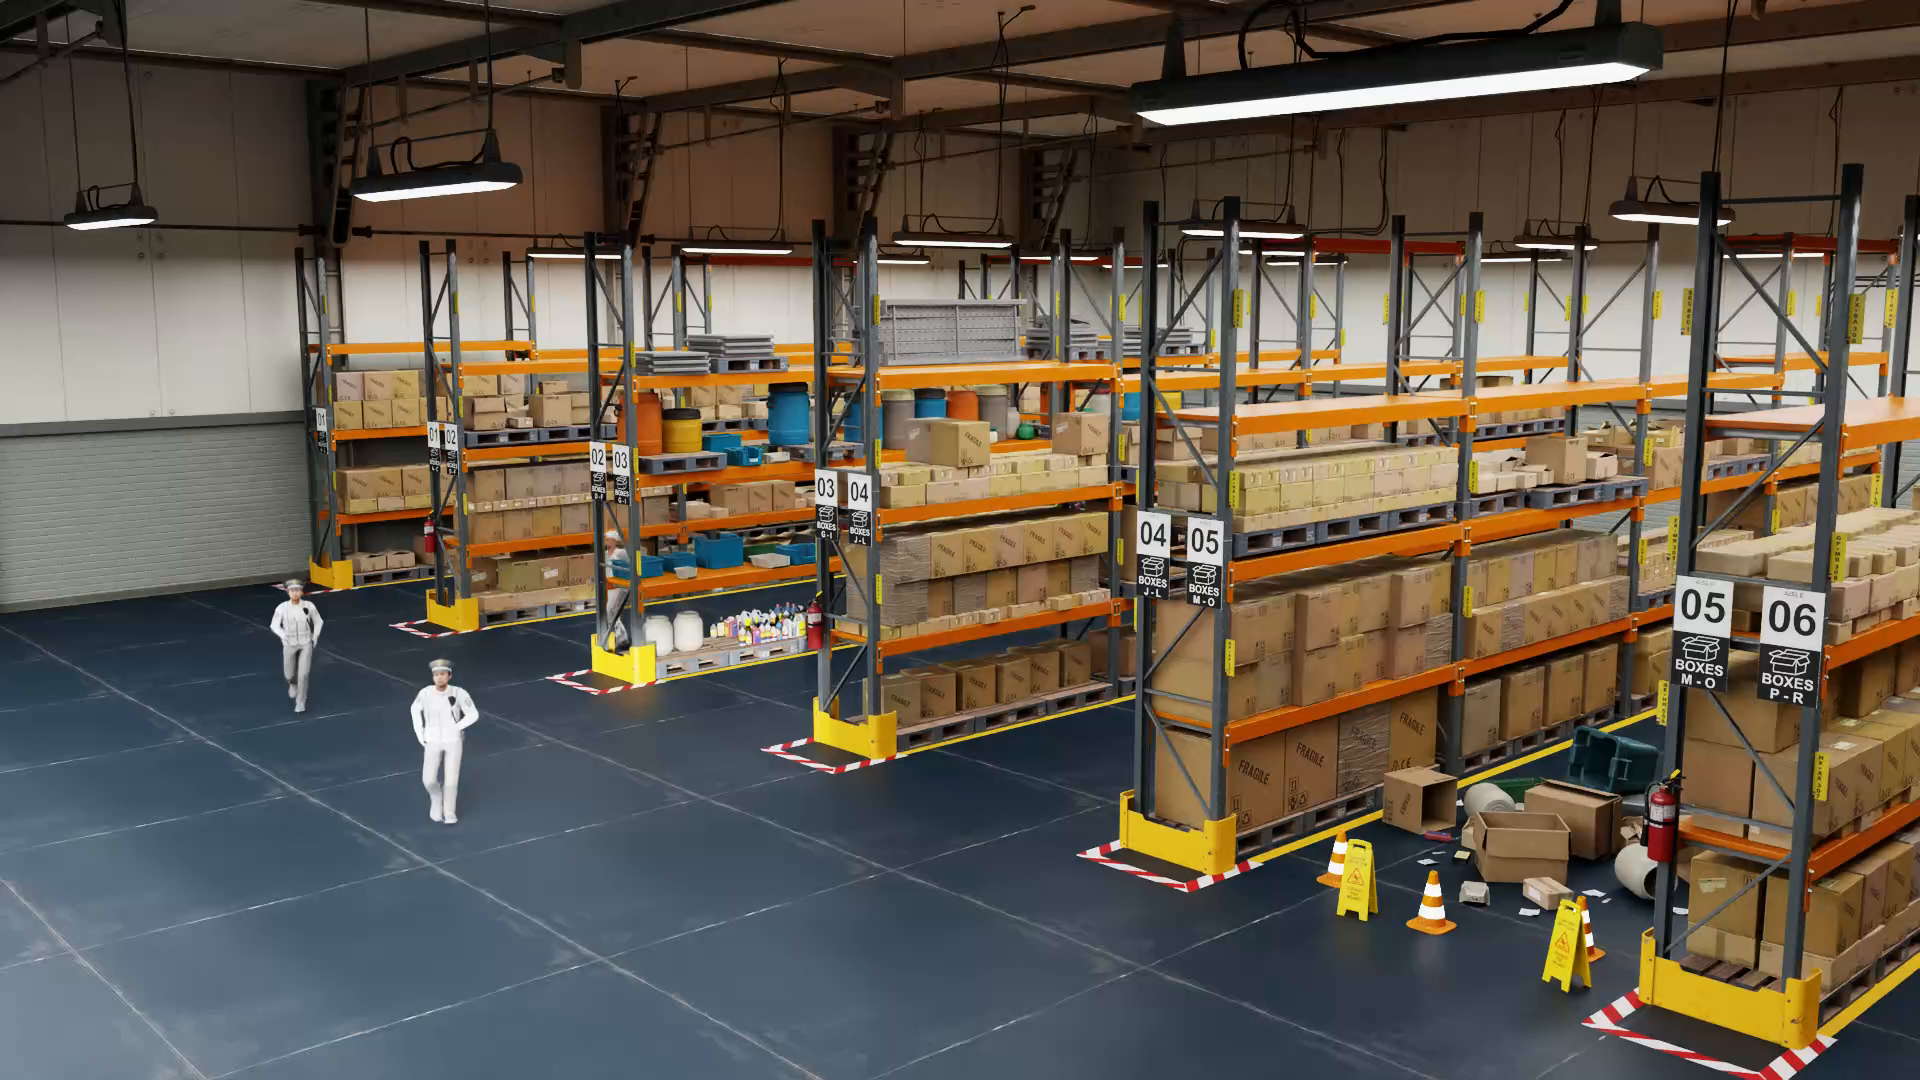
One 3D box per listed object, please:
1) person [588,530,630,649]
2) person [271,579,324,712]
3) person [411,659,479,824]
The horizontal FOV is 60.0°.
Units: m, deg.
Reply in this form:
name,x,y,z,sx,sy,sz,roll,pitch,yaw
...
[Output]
name,x,y,z,sx,sy,sz,roll,pitch,yaw
person,-5.097,0.737,24.326,0.673,1.751,0.656,6,10,37
person,-8.302,1.301,20.865,0.616,1.651,0.620,-3,9,-21
person,-5.019,1.974,16.174,0.667,1.661,0.532,-1,8,-6
